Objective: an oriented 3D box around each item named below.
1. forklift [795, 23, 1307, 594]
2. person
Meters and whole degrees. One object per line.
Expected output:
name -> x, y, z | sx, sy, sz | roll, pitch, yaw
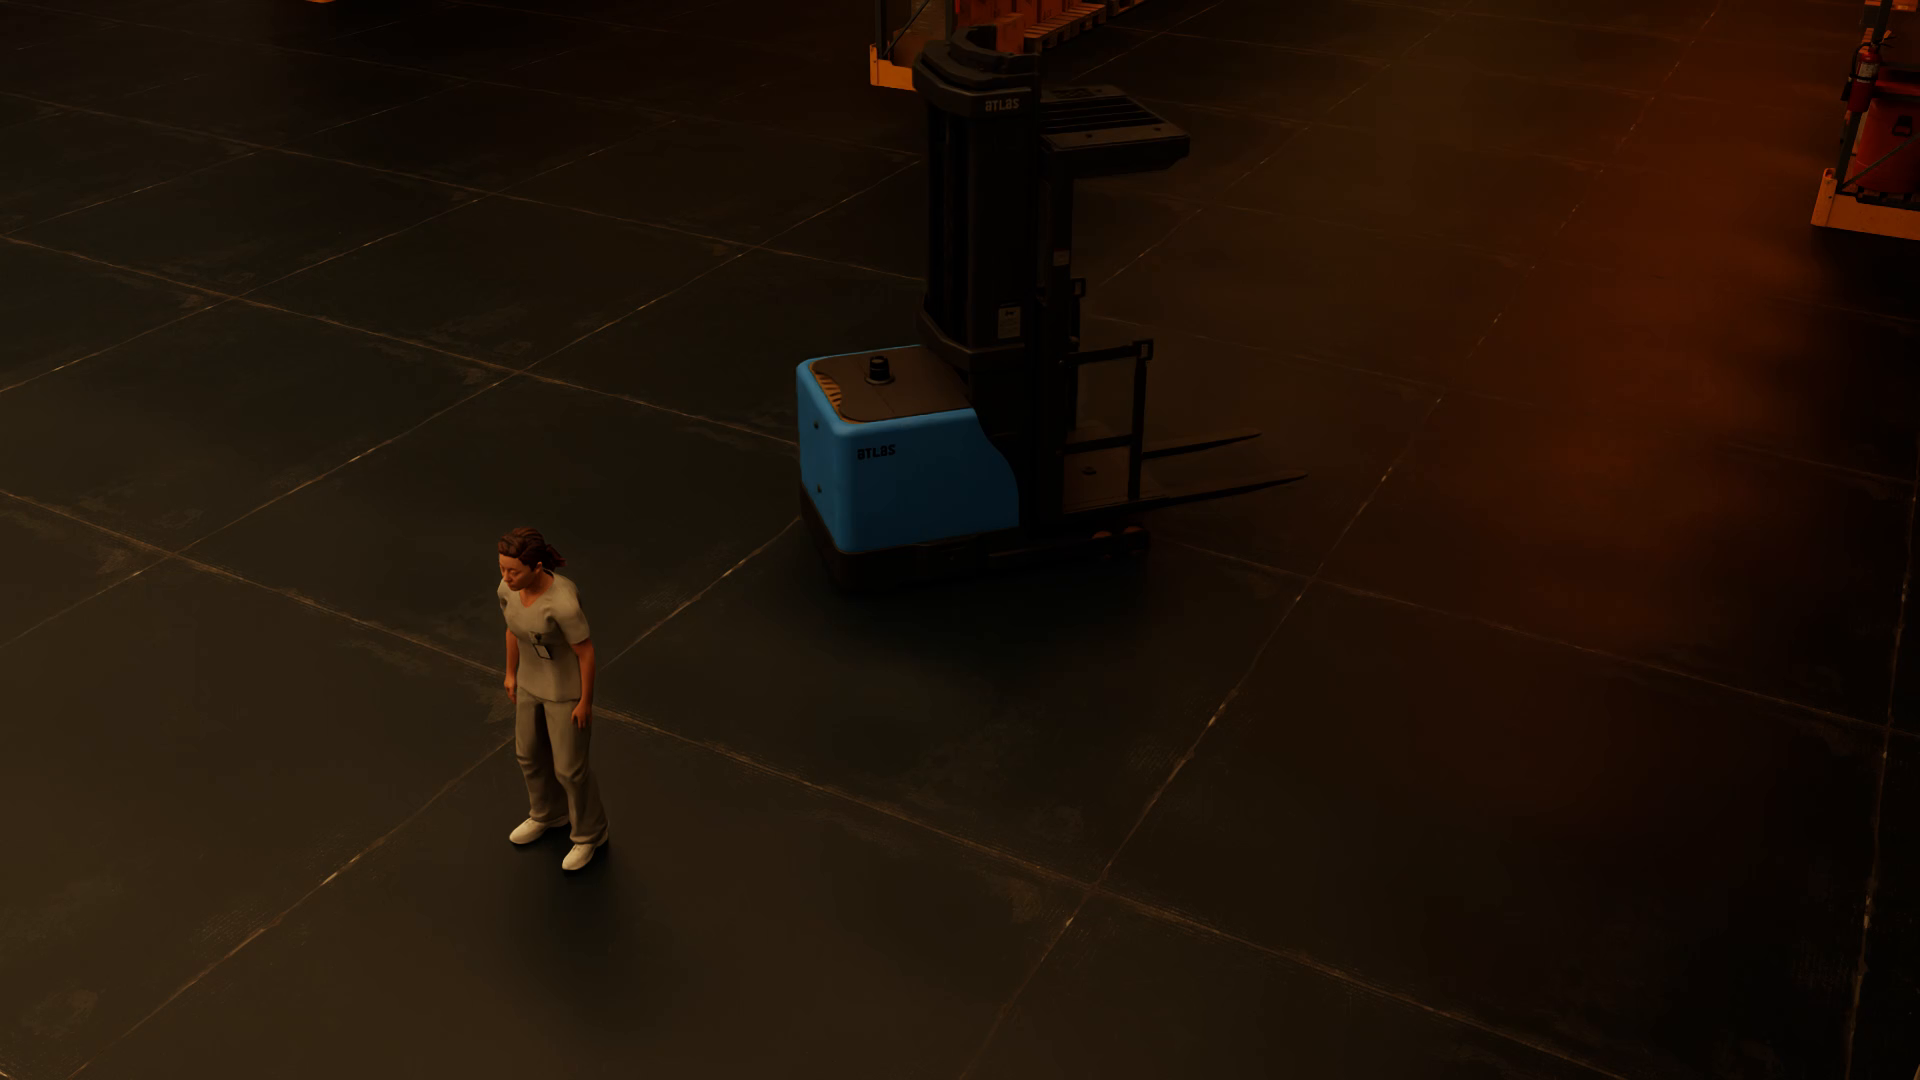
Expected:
forklift -> 0.604, -1.396, 9.489 | 3.031, 2.935, 1.130 | -10, 31, -16
person -> -1.776, 0.656, 7.195 | 0.486, 1.672, 0.364 | 18, 34, 28
